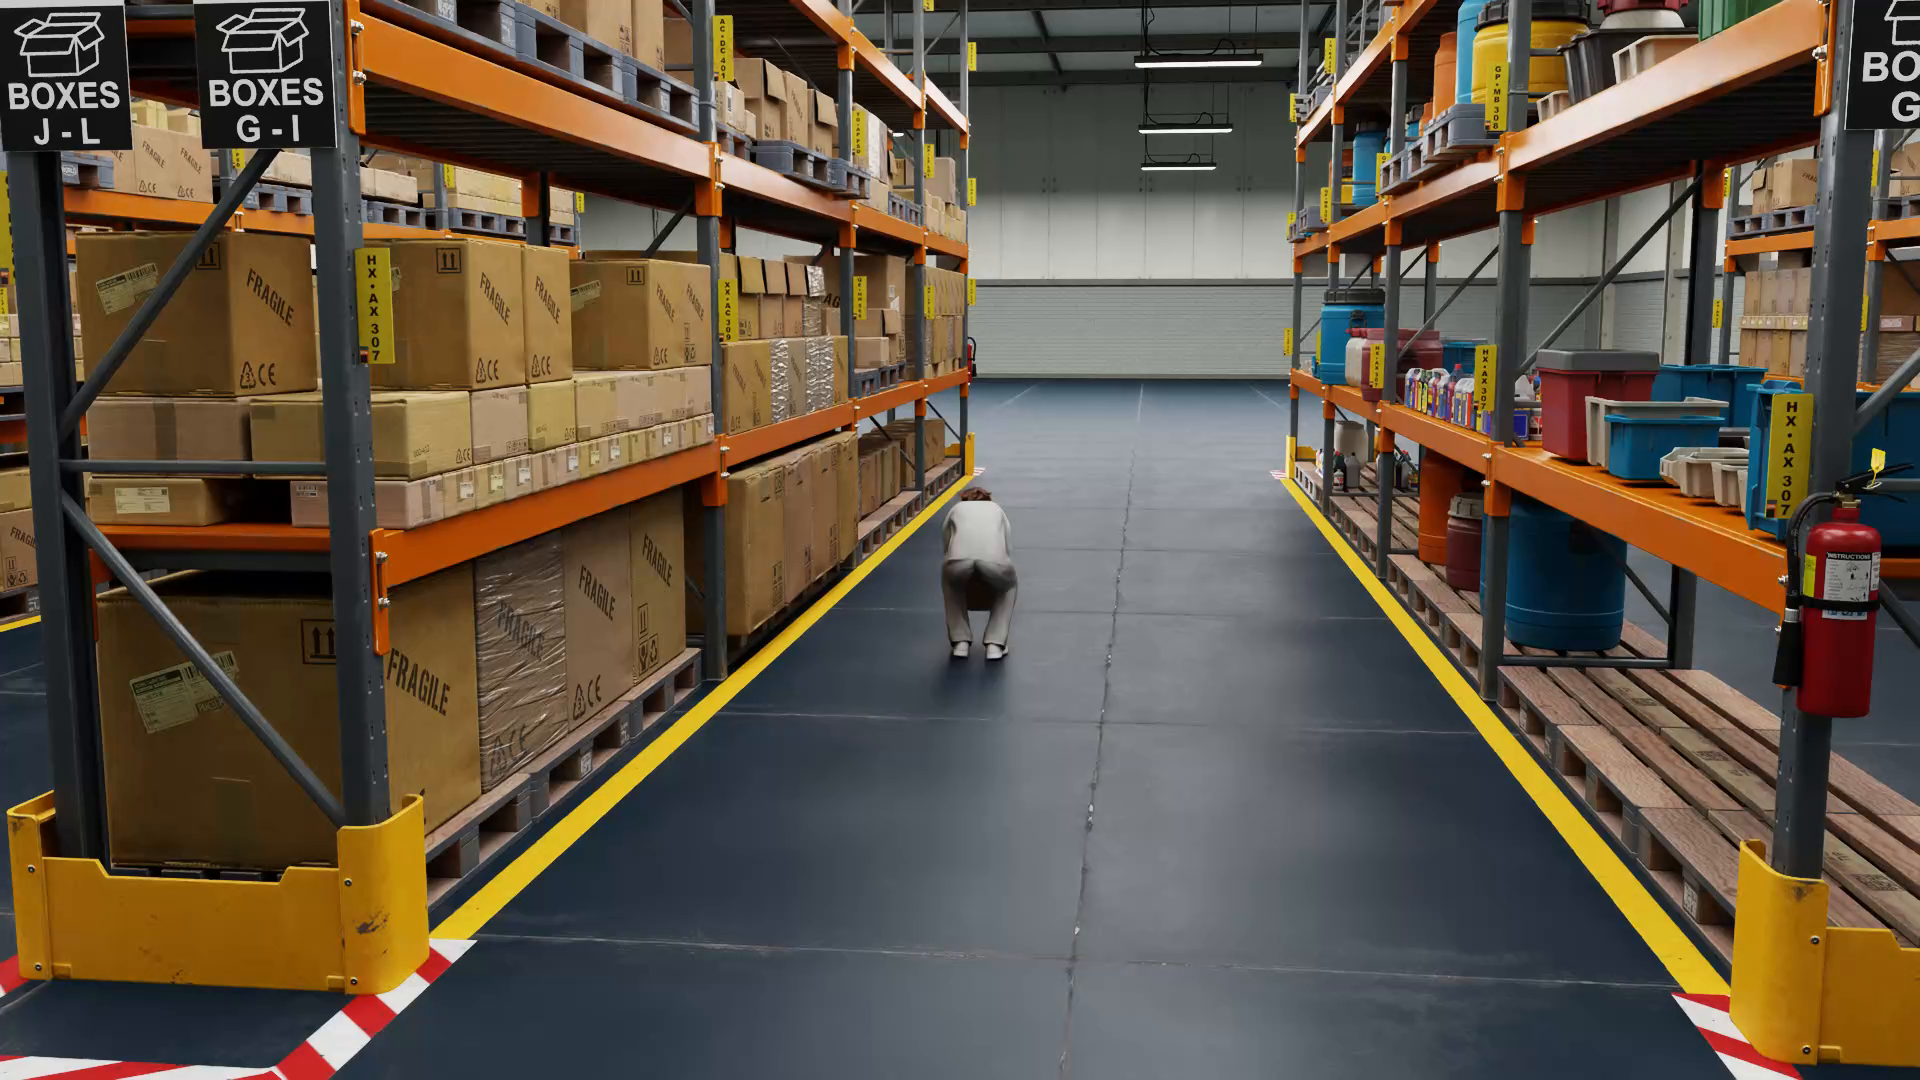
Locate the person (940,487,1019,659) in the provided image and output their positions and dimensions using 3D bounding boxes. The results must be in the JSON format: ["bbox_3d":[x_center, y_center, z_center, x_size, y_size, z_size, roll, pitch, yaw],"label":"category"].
[{"bbox_3d":[0.110,0.182,9.692,0.459,0.946,0.841,1,8,4],"label":"person"}]
